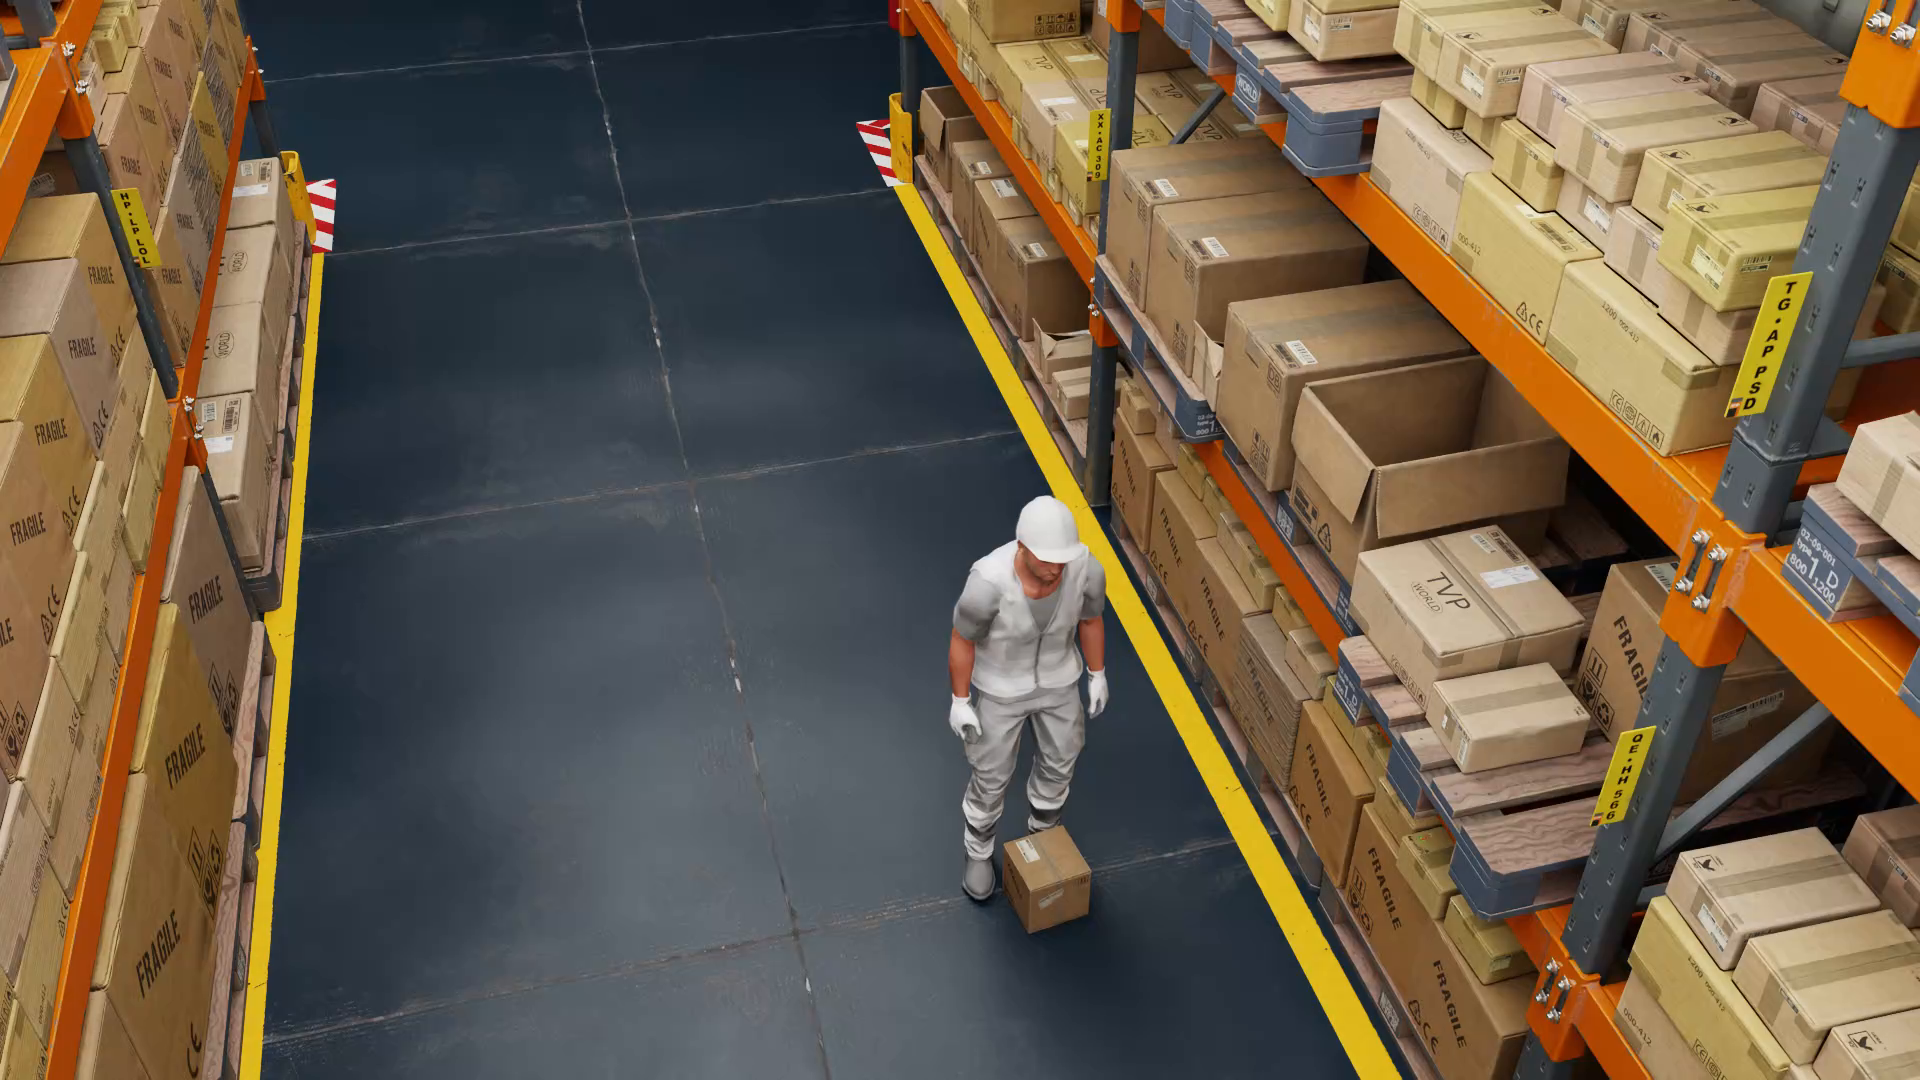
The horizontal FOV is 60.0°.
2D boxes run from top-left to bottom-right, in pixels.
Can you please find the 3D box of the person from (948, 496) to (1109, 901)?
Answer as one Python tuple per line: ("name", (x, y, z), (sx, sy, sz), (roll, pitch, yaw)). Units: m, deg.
("person", (0.250, 0.551, 5.994), (0.609, 1.779, 0.454), (-10, 39, -13))
